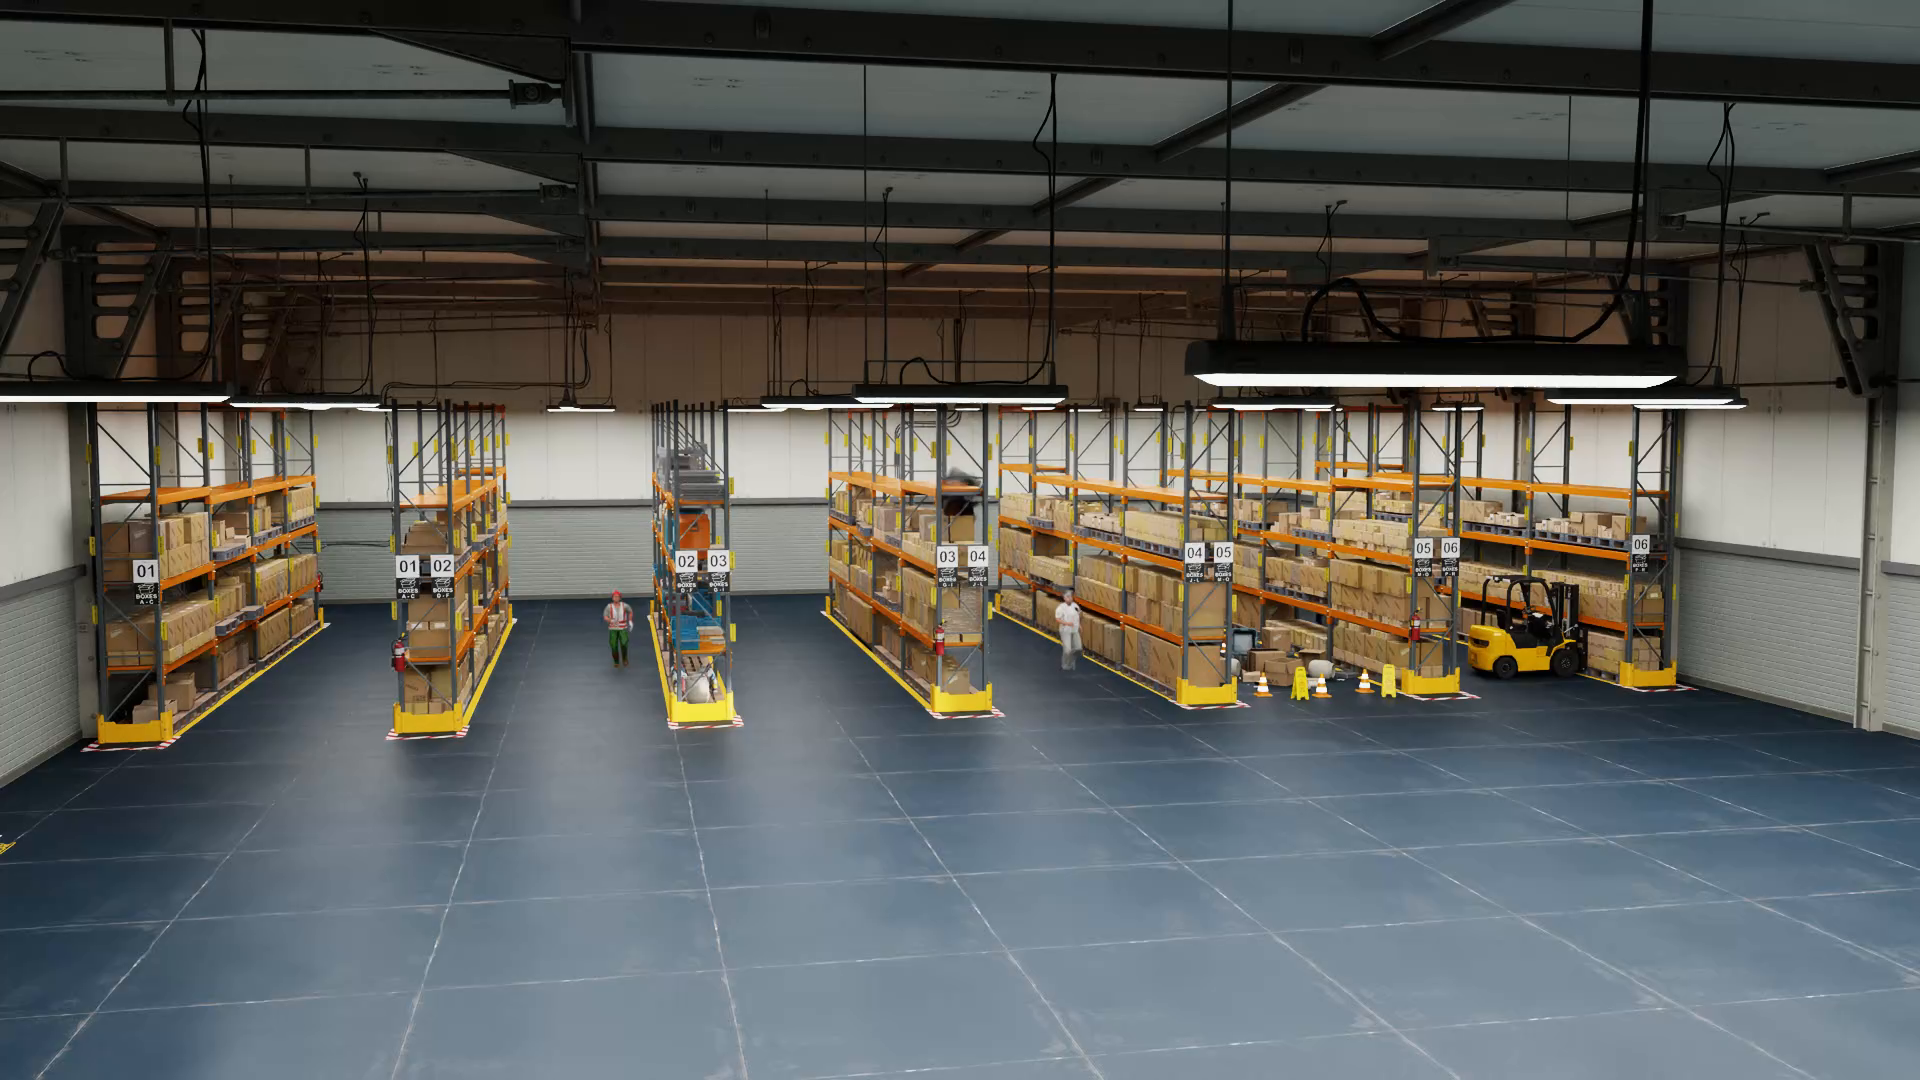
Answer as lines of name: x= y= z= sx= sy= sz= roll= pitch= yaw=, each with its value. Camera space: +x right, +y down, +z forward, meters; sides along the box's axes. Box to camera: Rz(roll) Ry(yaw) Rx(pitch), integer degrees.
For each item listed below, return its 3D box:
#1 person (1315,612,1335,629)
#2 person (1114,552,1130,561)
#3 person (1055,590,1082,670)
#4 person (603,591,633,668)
person: x=9.356 y=1.691 z=42.498 sx=0.594 sy=1.678 sz=0.902 roll=-1 pitch=4 yaw=-17
person: x=4.808 y=1.024 z=50.419 sx=0.972 sy=1.765 sz=0.699 roll=-2 pitch=5 yaw=-21
person: x=2.373 y=1.938 z=35.431 sx=0.674 sy=1.748 sz=0.581 roll=-2 pitch=5 yaw=-23
person: x=-7.673 y=2.016 z=37.371 sx=0.659 sy=1.749 sz=0.648 roll=-1 pitch=4 yaw=-13
